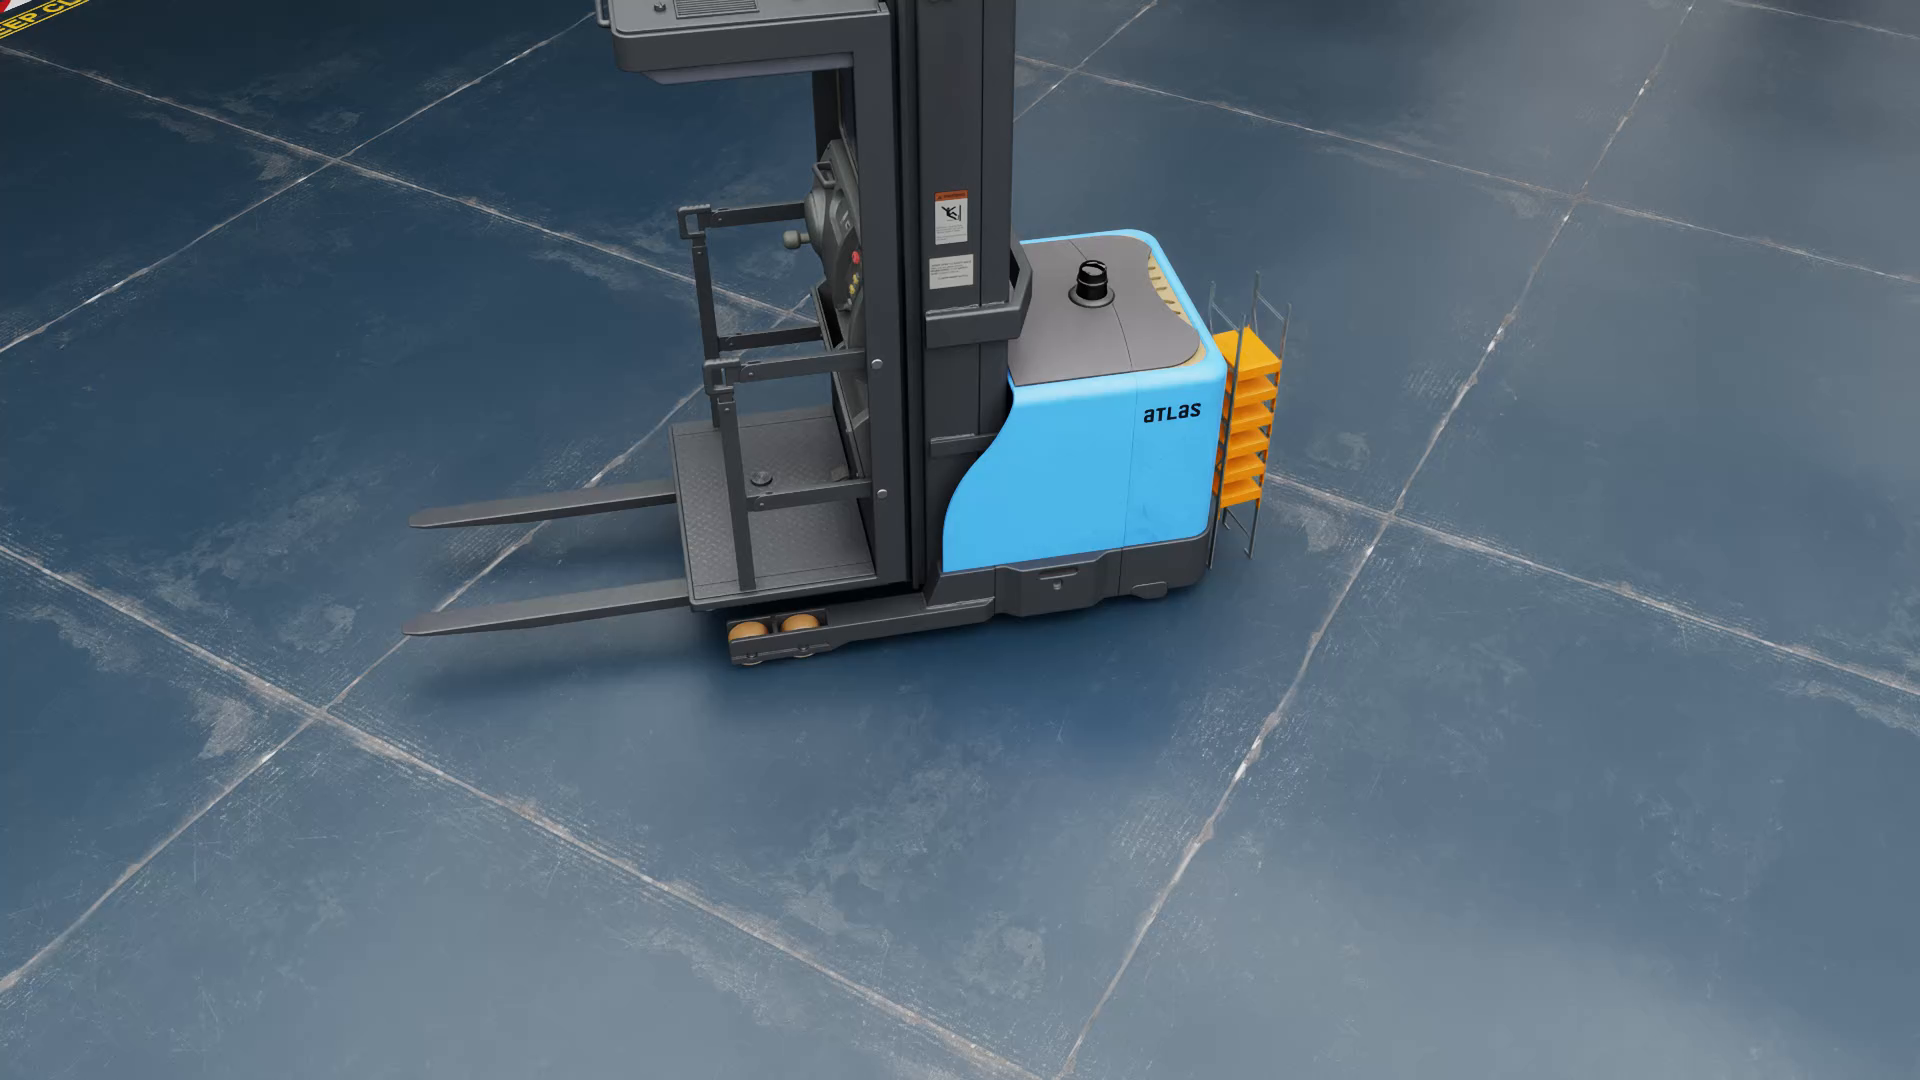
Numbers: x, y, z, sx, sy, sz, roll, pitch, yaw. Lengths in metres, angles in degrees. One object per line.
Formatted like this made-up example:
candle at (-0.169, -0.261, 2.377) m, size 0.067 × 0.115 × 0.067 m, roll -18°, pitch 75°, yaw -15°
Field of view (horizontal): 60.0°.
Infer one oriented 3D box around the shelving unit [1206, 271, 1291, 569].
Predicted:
shelving unit at (1.039, -0.430, 6.330) m, size 0.189 × 1.200 × 0.258 m, roll -15°, pitch 43°, yaw -16°

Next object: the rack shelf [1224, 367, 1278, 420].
rack shelf at (1.039, -0.577, 6.201) m, size 0.180 × 0.103 × 0.258 m, roll -15°, pitch 43°, yaw -16°

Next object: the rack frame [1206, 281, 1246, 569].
rack frame at (0.954, -0.408, 6.305) m, size 0.006 × 1.200 × 0.240 m, roll -15°, pitch 43°, yaw -16°

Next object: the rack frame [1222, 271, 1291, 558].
rack frame at (1.124, -0.452, 6.356) m, size 0.006 × 1.200 × 0.240 m, roll -15°, pitch 43°, yaw -16°

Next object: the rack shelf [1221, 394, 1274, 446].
rack shelf at (1.039, -0.487, 6.280) m, size 0.180 × 0.103 × 0.258 m, roll -15°, pitch 43°, yaw -16°

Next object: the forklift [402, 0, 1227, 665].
forklift at (-0.610, -1.015, 5.685) m, size 3.031 × 2.935 × 1.130 m, roll -8°, pitch 42°, yaw -9°

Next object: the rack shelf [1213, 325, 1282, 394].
rack shelf at (1.039, -0.667, 6.122) m, size 0.180 × 0.103 × 0.258 m, roll -15°, pitch 43°, yaw -16°

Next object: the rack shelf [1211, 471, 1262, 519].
rack shelf at (1.039, -0.217, 6.518) m, size 0.180 × 0.103 × 0.258 m, roll -15°, pitch 43°, yaw -16°

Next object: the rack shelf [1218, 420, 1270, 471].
rack shelf at (1.039, -0.397, 6.360) m, size 0.180 × 0.103 × 0.258 m, roll -15°, pitch 43°, yaw -16°

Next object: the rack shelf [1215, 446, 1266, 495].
rack shelf at (1.039, -0.307, 6.439) m, size 0.180 × 0.103 × 0.258 m, roll -15°, pitch 43°, yaw -16°
